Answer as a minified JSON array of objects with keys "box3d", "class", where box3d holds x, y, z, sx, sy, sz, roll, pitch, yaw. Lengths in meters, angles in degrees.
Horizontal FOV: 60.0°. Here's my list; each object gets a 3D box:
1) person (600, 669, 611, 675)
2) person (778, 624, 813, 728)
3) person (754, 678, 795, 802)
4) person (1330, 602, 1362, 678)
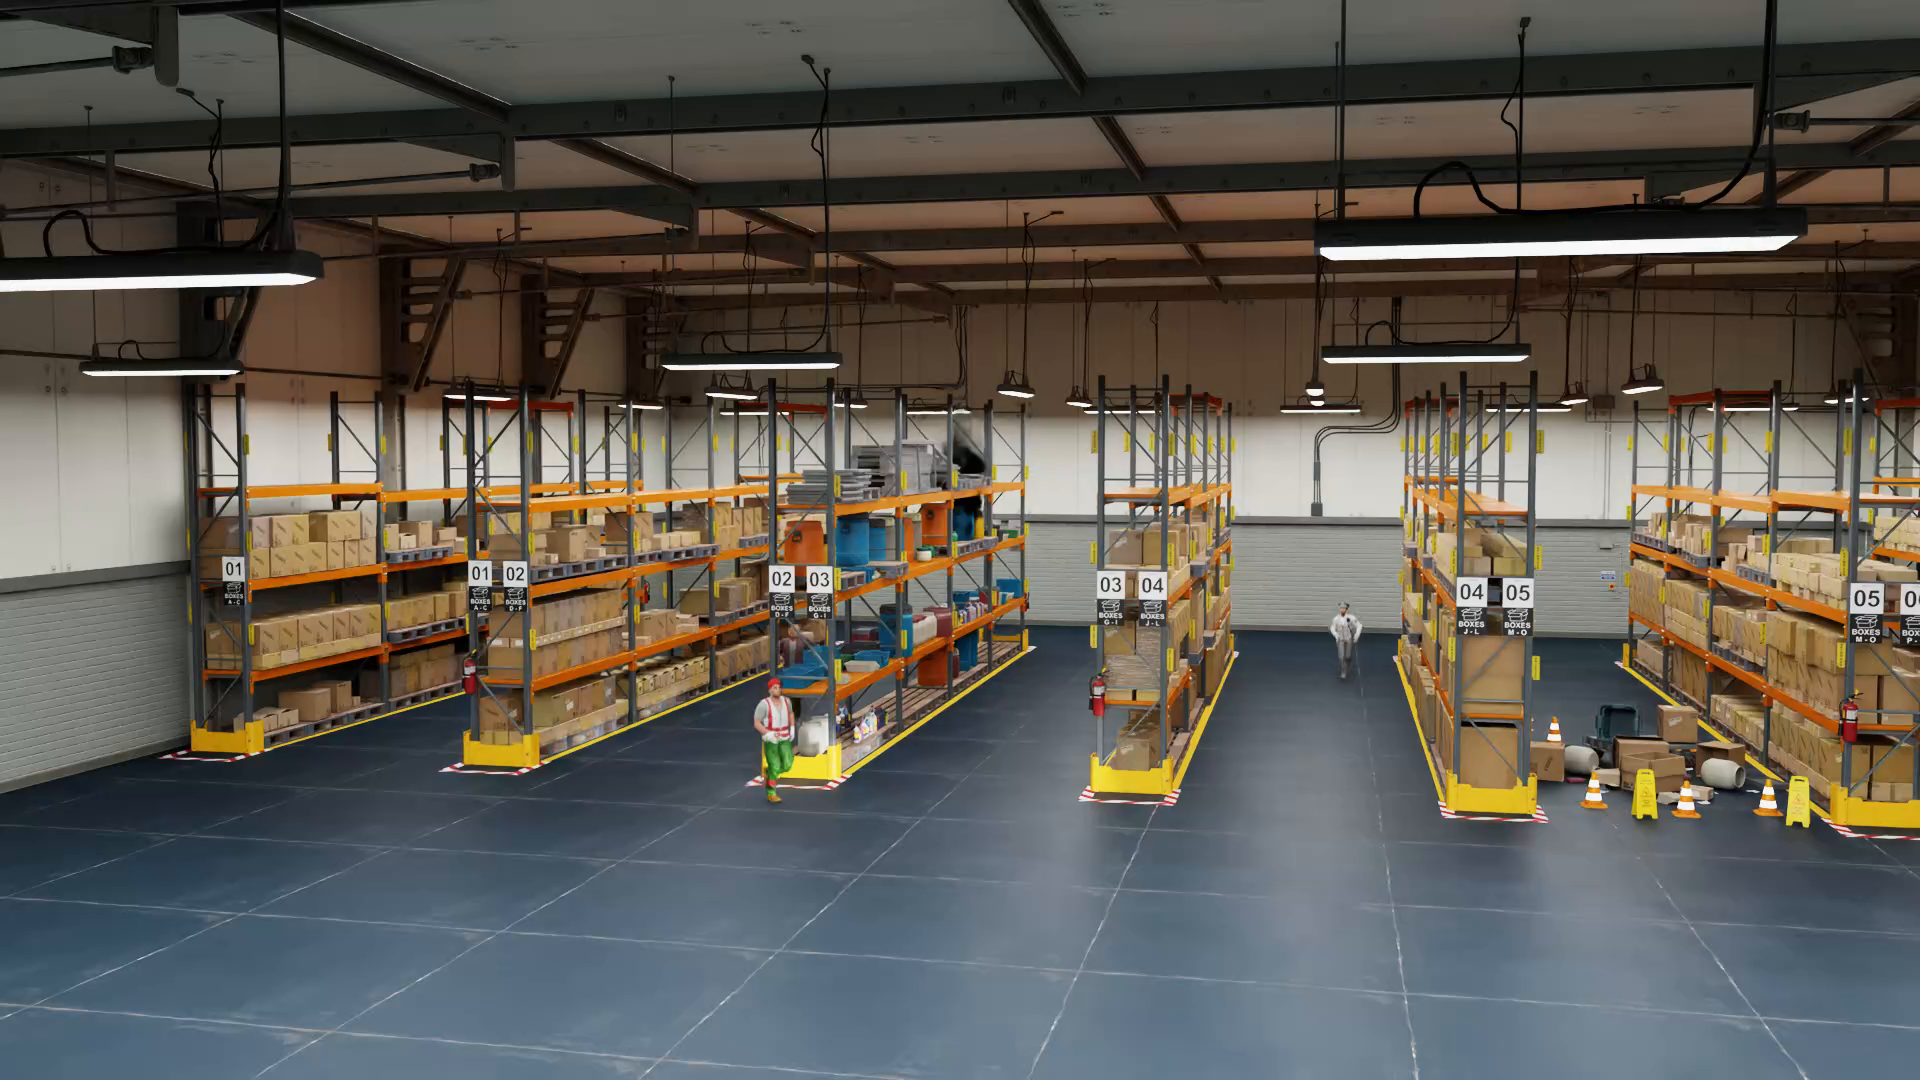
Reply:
[{"box3d":[-7.158,2.209,33.456,0.678,1.747,0.992,1,3,12],"class":"person"},{"box3d":[-2.983,2.421,29.753,0.684,1.843,0.828,1,3,13],"class":"person"},{"box3d":[-2.577,2.802,23.351,0.686,1.744,0.661,-2,4,-35],"class":"person"},{"box3d":[8.240,2.144,35.599,0.637,1.654,0.613,1,4,23],"class":"person"}]
